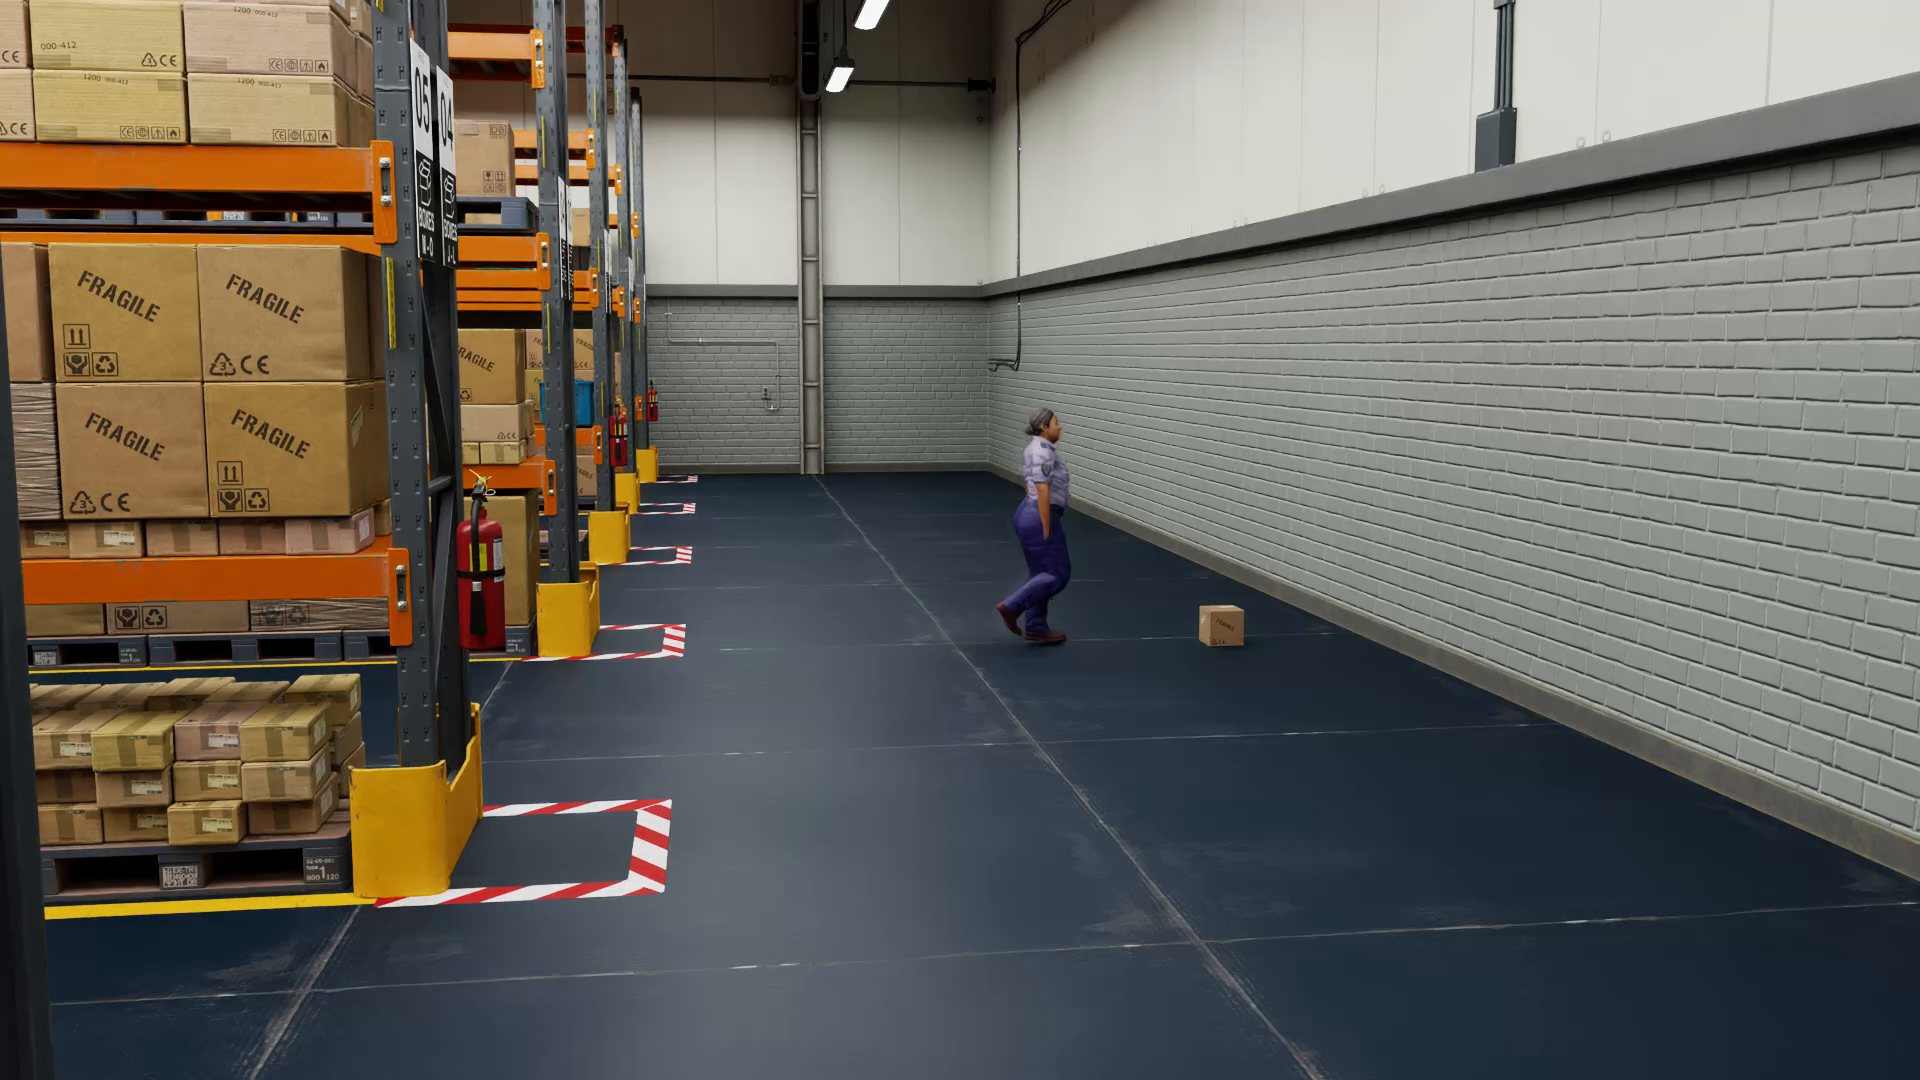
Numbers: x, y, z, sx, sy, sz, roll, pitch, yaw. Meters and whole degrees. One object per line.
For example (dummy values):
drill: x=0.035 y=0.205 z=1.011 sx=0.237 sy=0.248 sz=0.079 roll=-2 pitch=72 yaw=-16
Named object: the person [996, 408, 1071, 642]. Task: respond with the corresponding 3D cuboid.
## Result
person: x=0.497 y=-0.088 z=11.563 sx=0.531 sy=1.627 sz=0.487 roll=-1 pitch=7 yaw=-8
